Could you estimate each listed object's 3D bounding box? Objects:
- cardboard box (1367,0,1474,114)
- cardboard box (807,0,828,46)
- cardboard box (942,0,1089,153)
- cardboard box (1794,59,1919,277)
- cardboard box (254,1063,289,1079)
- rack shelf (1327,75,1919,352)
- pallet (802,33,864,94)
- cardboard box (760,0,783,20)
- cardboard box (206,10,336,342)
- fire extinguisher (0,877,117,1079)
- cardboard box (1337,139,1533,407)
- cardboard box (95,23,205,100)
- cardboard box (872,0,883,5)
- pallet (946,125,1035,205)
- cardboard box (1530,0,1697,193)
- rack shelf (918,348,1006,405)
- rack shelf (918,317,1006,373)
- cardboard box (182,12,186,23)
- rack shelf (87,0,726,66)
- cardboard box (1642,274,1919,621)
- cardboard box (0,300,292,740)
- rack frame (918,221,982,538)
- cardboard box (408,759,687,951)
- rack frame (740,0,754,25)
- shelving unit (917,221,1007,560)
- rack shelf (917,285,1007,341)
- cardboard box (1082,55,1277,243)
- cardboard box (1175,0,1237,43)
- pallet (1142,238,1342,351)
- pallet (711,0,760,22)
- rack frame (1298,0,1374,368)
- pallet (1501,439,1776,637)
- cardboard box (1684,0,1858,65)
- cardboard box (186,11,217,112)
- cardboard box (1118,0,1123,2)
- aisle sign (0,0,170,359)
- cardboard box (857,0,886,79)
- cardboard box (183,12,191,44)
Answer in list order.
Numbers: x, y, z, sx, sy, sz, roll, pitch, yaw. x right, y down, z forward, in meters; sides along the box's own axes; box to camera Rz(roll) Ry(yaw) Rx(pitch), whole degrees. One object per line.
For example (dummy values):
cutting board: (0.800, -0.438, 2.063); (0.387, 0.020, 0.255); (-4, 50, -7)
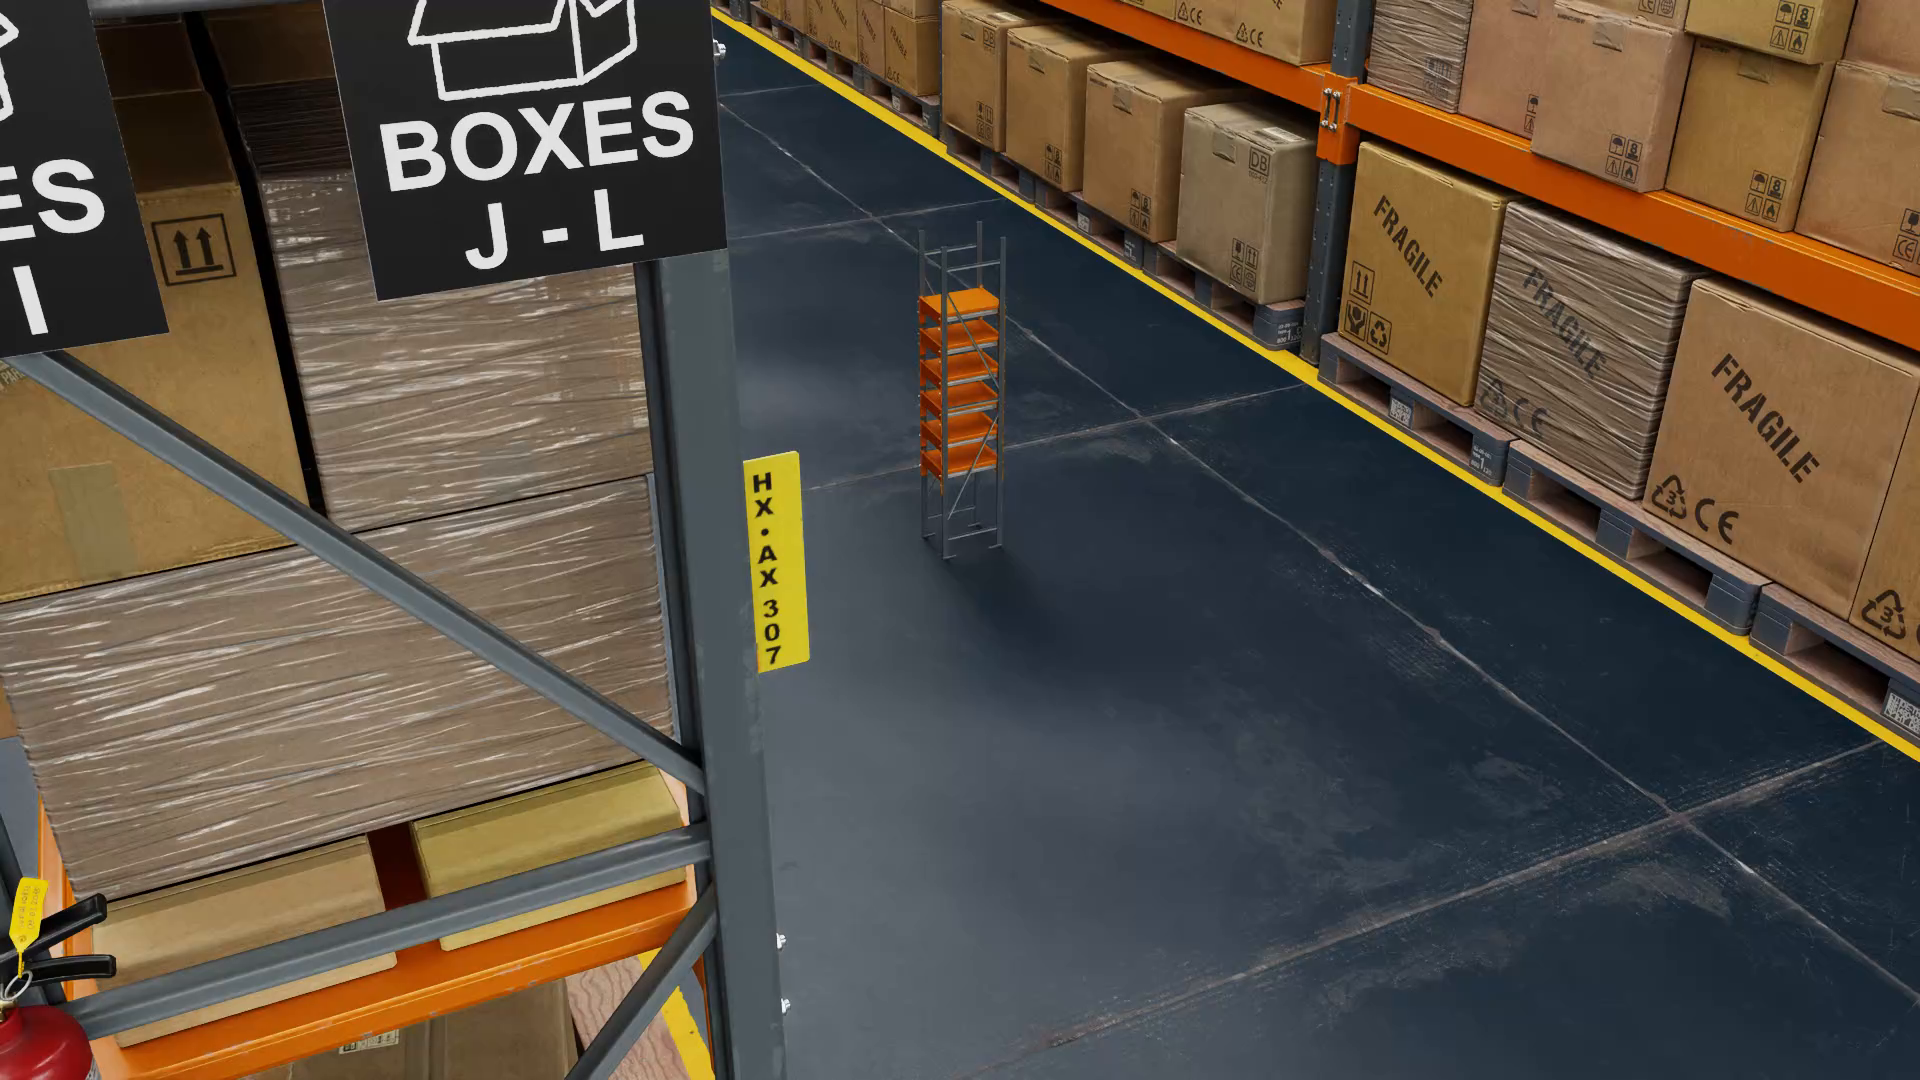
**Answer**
cardboard box: (2.228, -2.141, 6.848); (0.875, 0.550, 0.550); (-13, 32, -22)
cardboard box: (-0.832, -4.019, 12.476); (0.500, 0.500, 0.500); (-13, 32, -21)
cardboard box: (0.522, -2.917, 10.256); (1.050, 0.750, 0.750); (-14, 32, -23)
cardboard box: (3.193, -1.201, 5.172); (0.875, 0.550, 0.550); (-13, 32, -22)
cardboard box: (-1.287, 0.899, 3.707); (0.500, 0.500, 0.500); (-5, 30, -9)
rack shelf: (2.918, -1.039, 5.771); (1.077, 0.370, 4.000); (-13, 32, -22)
pallet: (-0.512, -3.670, 12.580); (1.003, 0.211, 1.213); (-13, 32, -22)
cardboard box: (-1.298, -4.481, 13.300); (0.500, 0.500, 0.500); (-12, 31, -20)
cardboard box: (-0.945, -0.604, 2.832); (0.500, 0.500, 0.500); (-13, 32, -22)
fire extinguisher: (-1.114, 0.709, 1.998); (0.296, 0.674, 0.183); (-13, 32, -22)
cardboard box: (2.266, -1.200, 7.066); (0.875, 0.875, 0.875); (-13, 32, -21)
cardboard box: (-1.426, -0.493, 2.633); (0.500, 0.500, 0.500); (-13, 32, -22)
cardboard box: (-0.415, -3.891, 11.481); (0.500, 0.250, 0.500); (-13, 32, -21)
pallet: (0.612, -2.423, 10.355); (1.003, 0.211, 1.213); (-13, 32, -22)
cardboard box: (2.610, -1.640, 5.954); (0.875, 0.550, 0.550); (-13, 32, -22)
rack shelf: (0.006, -0.583, 5.908); (0.258, 0.103, 0.180); (-13, 32, -22)
rack shelf: (0.006, -0.688, 5.849); (0.258, 0.103, 0.180); (-13, 32, -22)
cardboard box: (-1.845, -0.936, 3.425); (0.500, 0.500, 0.500); (-13, 32, -22)
rack shelf: (-1.605, -1.350, 3.260); (1.077, 0.370, 4.000); (-13, 32, -22)
cardboard box: (3.046, -0.399, 5.639); (0.875, 0.875, 0.875); (-14, 32, -23)
cardboard box: (-1.281, -0.090, 2.937); (0.875, 0.500, 0.500); (-13, 32, -22)
rack frame: (-0.033, -0.557, 6.017); (0.240, 1.200, 0.006); (-13, 32, -22)
cardboard box: (-0.654, 0.461, 2.617); (0.380, 0.149, 0.250); (-13, 32, -22)
rack frame: (-1.375, -5.770, 13.473); (1.000, 3.000, 0.127); (-13, 32, -22)
shelving unit: (0.006, -0.517, 5.945); (0.258, 1.200, 0.189); (-13, 32, -22)
rack shelf: (0.006, -0.792, 5.791); (0.258, 0.103, 0.180); (-13, 32, -22)
cardboard box: (1.301, -2.120, 8.835); (1.050, 0.750, 0.750); (-13, 32, -22)
cardboard box: (1.377, -2.677, 7.855); (0.500, 0.500, 0.500); (-13, 32, -23)
pallet: (1.660, -1.345, 8.432); (1.003, 0.211, 1.213); (-13, 32, -22)
pallet: (-1.696, -4.843, 14.671); (1.003, 0.211, 1.213); (-13, 32, -22)
rack frame: (2.059, -2.236, 7.171); (1.000, 3.000, 0.127); (-13, 32, -22)
pallet: (2.843, -0.128, 6.262); (1.003, 0.211, 1.213); (-13, 32, -22)
cardboard box: (2.870, -1.884, 5.285); (0.875, 0.550, 0.500); (-13, 32, -22)
cardboard box: (-1.381, -1.044, 3.617); (0.500, 0.500, 0.500); (-13, 32, -22)
cardboard box: (0.940, -3.124, 8.652); (0.500, 0.500, 0.500); (-13, 32, -22)
aisle sign: (-0.991, -0.516, 1.445); (0.394, 0.787, 0.004); (-13, 32, -22)
cardboard box: (-0.396, -3.562, 11.661); (0.500, 0.500, 0.500); (-12, 31, -20)
cardboard box: (-1.806, -1.487, 4.407); (0.500, 0.500, 0.500); (-13, 32, -22)
